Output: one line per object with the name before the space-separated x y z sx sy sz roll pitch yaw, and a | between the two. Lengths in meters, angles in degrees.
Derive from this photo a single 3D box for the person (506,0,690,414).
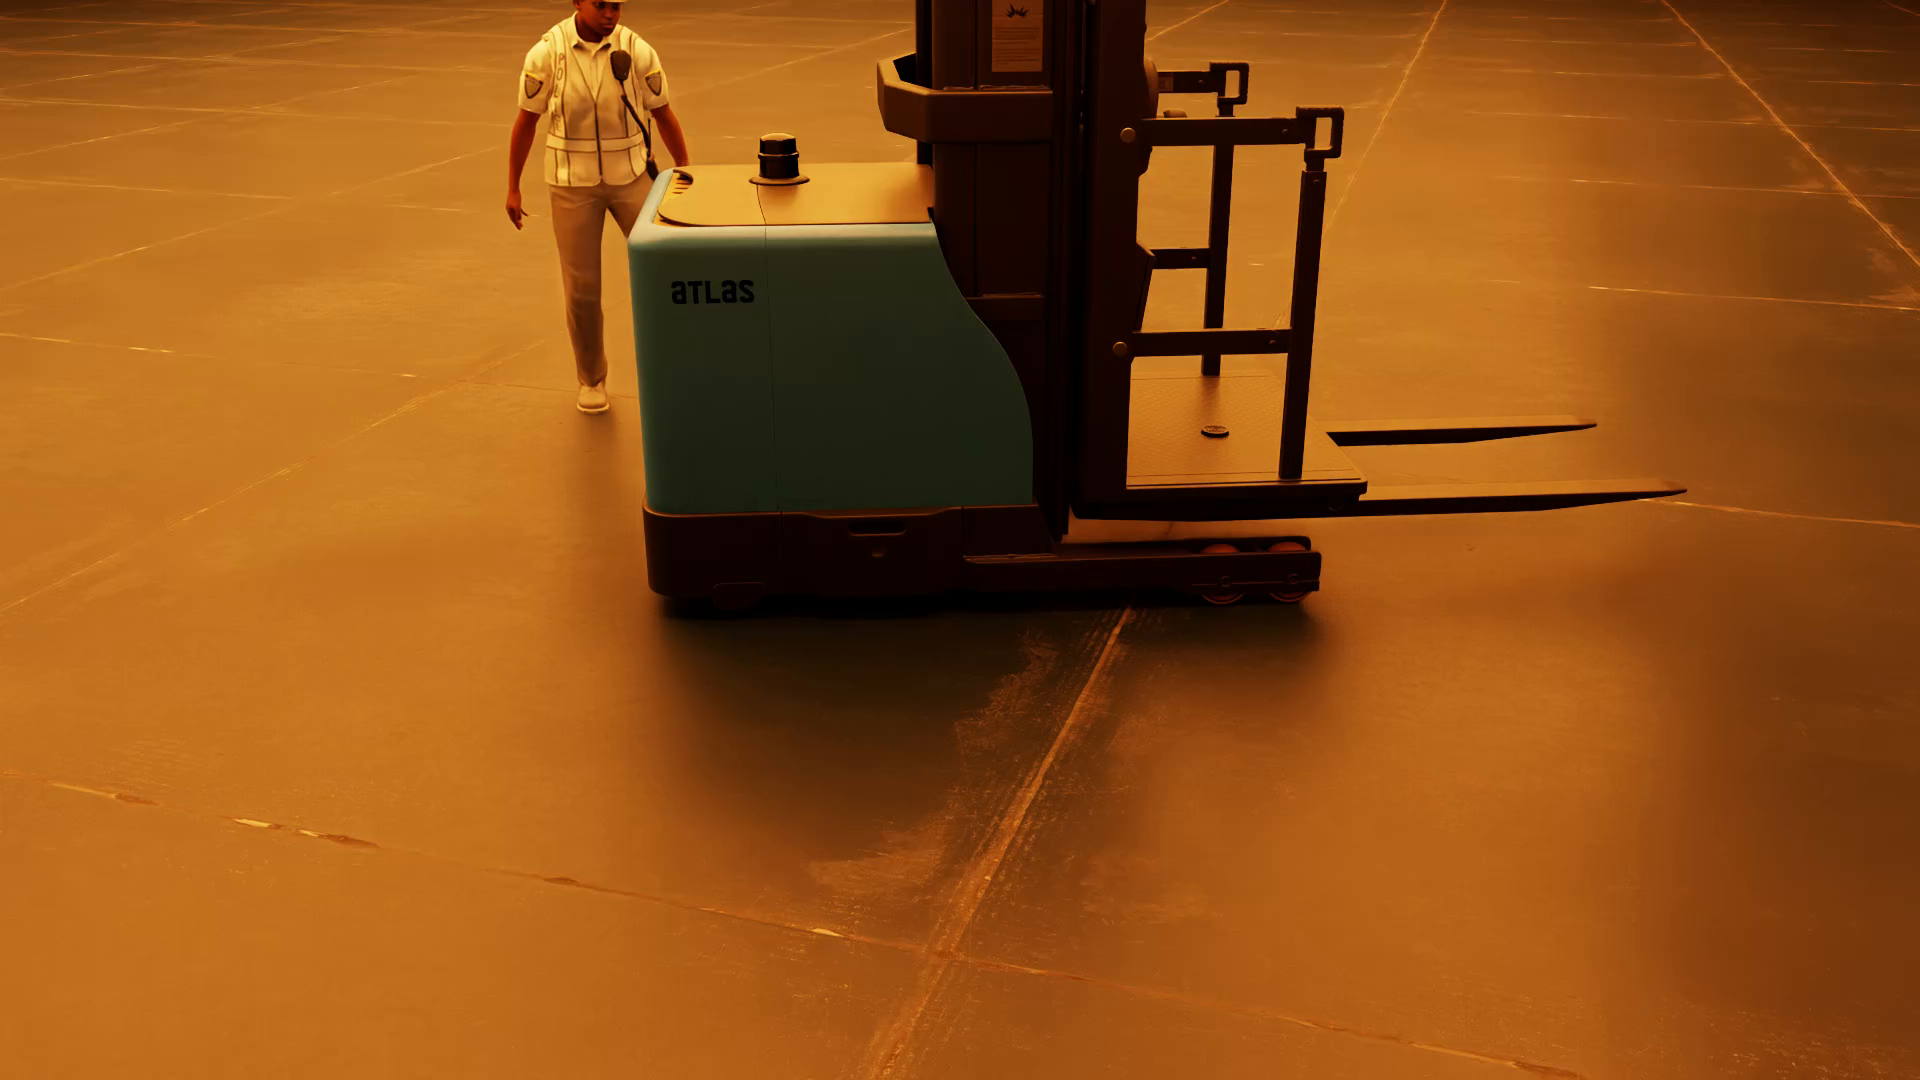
person | -1.257 -1.270 6.079 0.788 1.632 0.397 -6 23 -14

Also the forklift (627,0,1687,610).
forklift | 0.606 -1.374 4.608 3.031 2.935 1.130 -2 23 -4
